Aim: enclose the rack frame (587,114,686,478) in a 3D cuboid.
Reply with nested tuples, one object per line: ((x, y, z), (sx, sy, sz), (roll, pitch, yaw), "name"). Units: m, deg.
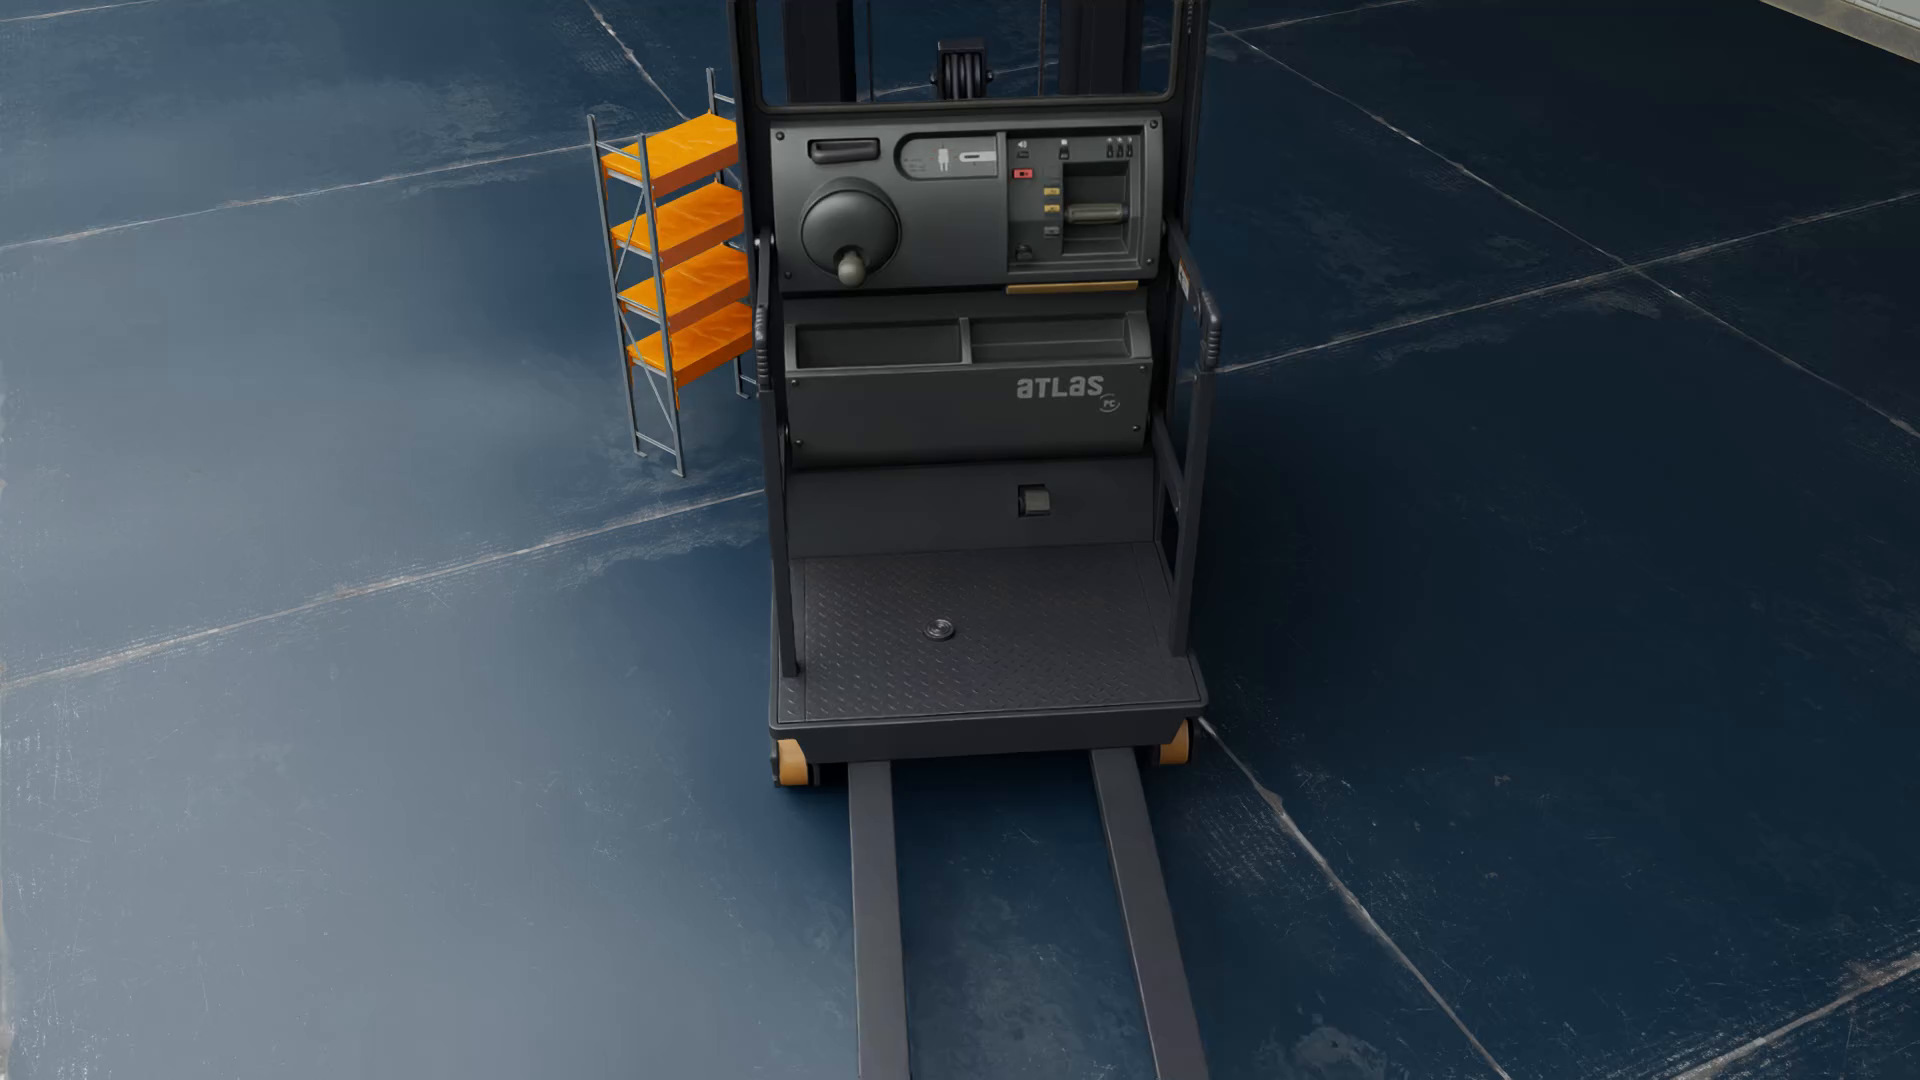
((-1.010, -0.736, 5.235), (0.240, 1.200, 0.015), (26, 44, 30), "rack frame")

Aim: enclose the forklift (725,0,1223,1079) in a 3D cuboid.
((0.040, -0.739, 3.786), (1.130, 2.935, 3.031), (-3, 37, -4), "forklift")

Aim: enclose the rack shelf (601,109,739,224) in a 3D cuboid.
((-0.856, -1.164, 5.153), (0.258, 0.148, 0.480), (26, 44, 30), "rack shelf")

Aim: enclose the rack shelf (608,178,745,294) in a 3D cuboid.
((-0.856, -0.974, 5.294), (0.258, 0.148, 0.480), (26, 44, 30), "rack shelf")

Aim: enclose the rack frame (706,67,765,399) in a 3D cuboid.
((-0.702, -0.962, 5.539), (0.240, 1.200, 0.015), (26, 44, 30), "rack frame")

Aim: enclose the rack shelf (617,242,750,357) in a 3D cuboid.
((-0.856, -0.795, 5.427), (0.258, 0.148, 0.480), (26, 44, 30), "rack shelf")

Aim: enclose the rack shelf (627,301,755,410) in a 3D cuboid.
((-0.856, -0.635, 5.546), (0.258, 0.148, 0.480), (26, 44, 30), "rack shelf")

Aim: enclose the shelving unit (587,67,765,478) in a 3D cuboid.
((-0.856, -0.849, 5.387), (0.258, 1.200, 0.503), (26, 44, 30), "shelving unit")
